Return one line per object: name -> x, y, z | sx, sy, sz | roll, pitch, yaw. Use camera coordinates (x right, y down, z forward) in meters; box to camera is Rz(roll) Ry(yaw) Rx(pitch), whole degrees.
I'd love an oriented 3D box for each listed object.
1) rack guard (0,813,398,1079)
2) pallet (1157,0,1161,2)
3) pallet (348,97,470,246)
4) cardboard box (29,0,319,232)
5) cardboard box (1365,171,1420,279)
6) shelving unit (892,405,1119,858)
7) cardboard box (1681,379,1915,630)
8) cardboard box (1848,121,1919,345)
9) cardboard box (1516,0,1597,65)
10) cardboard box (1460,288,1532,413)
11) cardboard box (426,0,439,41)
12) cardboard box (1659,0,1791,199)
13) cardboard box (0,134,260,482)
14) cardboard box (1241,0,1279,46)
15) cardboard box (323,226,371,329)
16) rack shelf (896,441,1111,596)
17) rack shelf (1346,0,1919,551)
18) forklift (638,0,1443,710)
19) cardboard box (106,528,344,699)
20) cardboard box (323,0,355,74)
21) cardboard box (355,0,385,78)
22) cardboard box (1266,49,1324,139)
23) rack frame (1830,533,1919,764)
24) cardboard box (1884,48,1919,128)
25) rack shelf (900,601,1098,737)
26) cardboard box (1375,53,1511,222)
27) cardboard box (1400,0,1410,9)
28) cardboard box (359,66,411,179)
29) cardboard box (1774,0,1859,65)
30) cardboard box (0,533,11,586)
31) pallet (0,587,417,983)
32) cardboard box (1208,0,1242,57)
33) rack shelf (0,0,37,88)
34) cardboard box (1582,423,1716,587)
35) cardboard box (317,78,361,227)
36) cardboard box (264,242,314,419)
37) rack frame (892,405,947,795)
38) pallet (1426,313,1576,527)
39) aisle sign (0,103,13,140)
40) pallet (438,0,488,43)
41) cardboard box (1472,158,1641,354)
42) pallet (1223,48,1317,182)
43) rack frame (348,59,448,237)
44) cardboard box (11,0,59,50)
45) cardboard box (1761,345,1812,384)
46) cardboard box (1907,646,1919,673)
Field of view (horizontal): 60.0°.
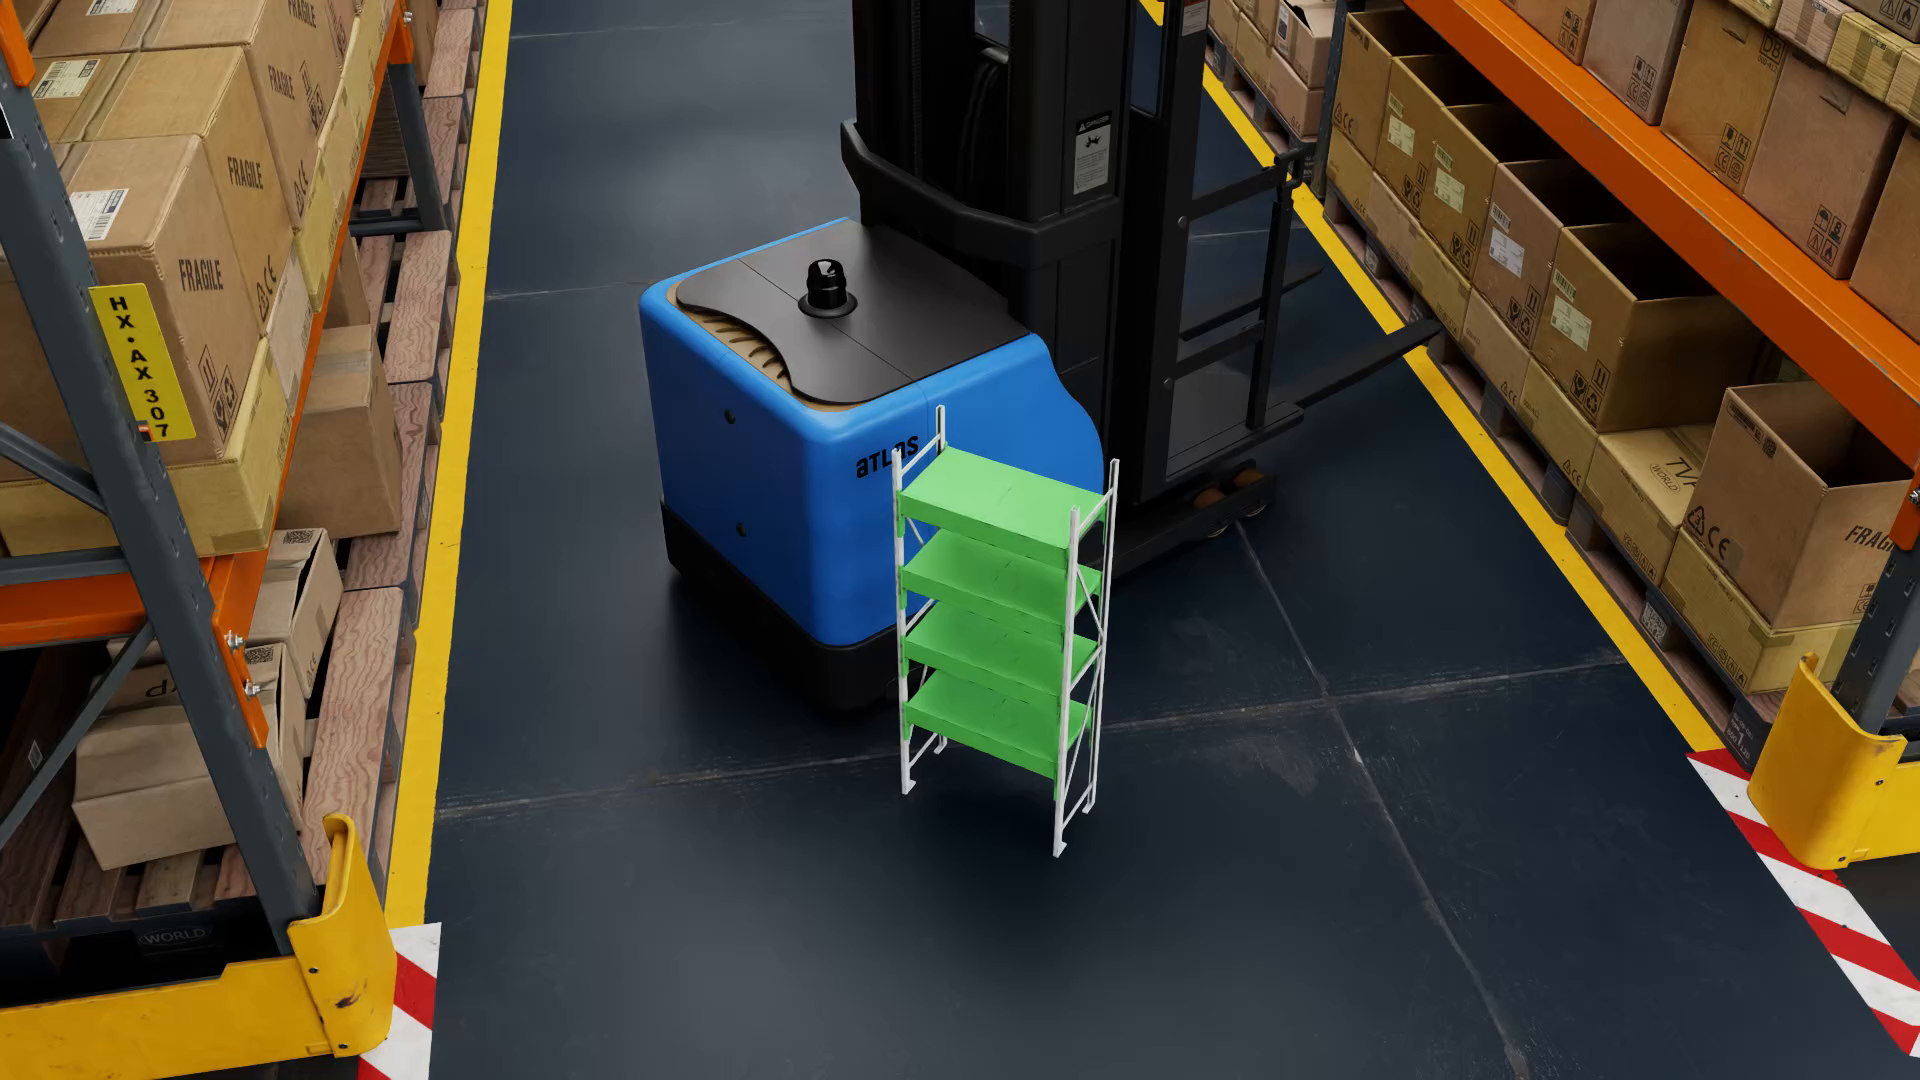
rack guard -> -2.026, 1.026, 4.022 | 1.175, 0.500, 0.348 | -6, 38, -8
pallet -> 1.567, -3.680, 10.314 | 1.003, 0.211, 1.213 | -6, 38, -8
pallet -> -2.851, -1.700, 7.766 | 1.003, 0.211, 1.213 | -6, 38, -8
cardboard box -> -1.961, -1.093, 4.207 | 0.500, 0.500, 0.500 | -7, 38, -9
cardboard box -> 2.028, -1.331, 6.917 | 0.500, 0.250, 0.500 | -6, 38, -8
shelving unit -> 0.110, 0.269, 4.426 | 0.503, 1.200, 0.258 | 19, 42, 23
cardboard box -> 2.477, -0.118, 4.745 | 0.500, 0.500, 0.500 | -6, 38, -8
cardboard box -> 2.795, -0.773, 4.219 | 0.700, 0.500, 0.500 | -6, 38, -8
cardboard box -> 2.430, -2.017, 5.820 | 0.700, 0.500, 0.500 | -6, 38, -7
cardboard box -> 2.204, -0.727, 6.140 | 0.500, 0.250, 0.500 | -6, 38, -8
cardboard box -> -3.146, -2.884, 8.696 | 0.700, 0.500, 0.500 | -6, 38, -8
cardboard box -> 2.617, -1.390, 5.013 | 0.700, 0.500, 0.500 | -6, 38, -8
cardboard box -> -1.800, -0.481, 3.418 | 0.500, 0.500, 0.500 | -6, 38, -8
cardboard box -> 1.712, -2.695, 8.216 | 0.500, 0.311, 0.500 | -5, 38, -7
cardboard box -> -2.492, -0.895, 6.136 | 0.500, 0.500, 0.500 | -9, 39, -11
rack shelf -> 0.110, -0.060, 4.171 | 0.480, 0.148, 0.258 | 19, 42, 23
rack shelf -> 2.513, -1.374, 5.660 | 1.077, 0.370, 4.000 | -6, 38, -8
forklift -> 0.488, -1.396, 5.158 | 3.031, 2.935, 1.130 | -26, 45, -30
cardboard box -> -2.145, 0.201, 4.879 | 0.500, 0.311, 0.500 | -3, 38, -4
cardboard box -> -2.155, -1.718, 5.011 | 0.500, 0.500, 0.500 | -7, 38, -9
cardboard box -> -2.253, -1.725, 5.631 | 0.500, 0.250, 0.500 | -6, 38, -8
cardboard box -> 1.805, -2.166, 7.991 | 0.500, 0.250, 0.500 | -7, 38, -8
rack frame -> 2.864, -0.450, 3.885 | 1.000, 3.000, 0.127 | -6, 38, -8
cardboard box -> 2.562, -1.114, 4.129 | 0.380, 0.149, 0.250 | -5, 38, -7
rack shelf -> 0.110, 0.319, 4.466 | 0.480, 0.148, 0.258 | 19, 42, 23
cardboard box -> 2.031, -1.627, 6.688 | 0.500, 0.500, 0.500 | -6, 38, -8
cardboard box -> 2.336, -2.444, 7.893 | 0.500, 0.311, 0.500 | -6, 38, -8
cardboard box -> -2.859, -1.961, 7.508 | 0.700, 0.500, 0.500 | -5, 38, -6
cardboard box -> 2.475, -1.421, 4.524 | 0.380, 0.149, 0.250 | -6, 38, -7
cardboard box -> -2.285, -0.125, 3.572 | 0.500, 0.250, 0.500 | -6, 38, -7
pallet -> -2.133, 0.646, 4.747 | 1.003, 0.211, 1.213 | -6, 38, -8
cardboard box -> 1.628, -2.780, 8.783 | 0.500, 0.250, 0.500 | -5, 38, -7
rack shelf -> -2.363, -2.024, 4.051 | 1.077, 0.370, 4.000 | -6, 38, -8
cardboard box -> 2.380, -0.123, 5.362 | 0.500, 0.250, 0.500 | -6, 38, -8
cardboard box -> -2.060, -1.119, 4.851 | 0.500, 0.250, 0.500 | -6, 38, -8
cardboard box -> -1.890, -0.505, 4.061 | 0.500, 0.250, 0.500 | -7, 38, -9
rack frame -> -0.103, 0.196, 4.520 | 0.015, 1.200, 0.240 | 19, 42, 23
pallet -> 2.478, -0.542, 6.275 | 1.003, 0.211, 1.213 | -6, 38, -8
aisle sign -> -1.704, -0.931, 2.384 | 0.394, 0.787, 0.004 | -6, 38, -8
pallet -> -3.279, -3.174, 9.663 | 1.003, 0.211, 1.213 | -6, 38, -8
cardboard box -> 2.201, -1.023, 5.909 | 0.500, 0.500, 0.500 | -6, 38, -8
pallet -> 1.995, -2.206, 8.417 | 1.003, 0.211, 1.213 | -6, 38, -8
rack frame -> -2.714, -2.331, 6.306 | 1.000, 3.000, 0.127 | -6, 38, -8
cardboard box -> -2.478, -1.039, 4.137 | 0.500, 0.500, 0.500 | -7, 38, -9
cardboard box -> 2.899, -0.476, 5.205 | 0.500, 0.500, 0.500 | -6, 38, -8
cardboard box -> 2.989, 0.122, 5.047 | 0.500, 0.250, 0.500 | -6, 38, -8
